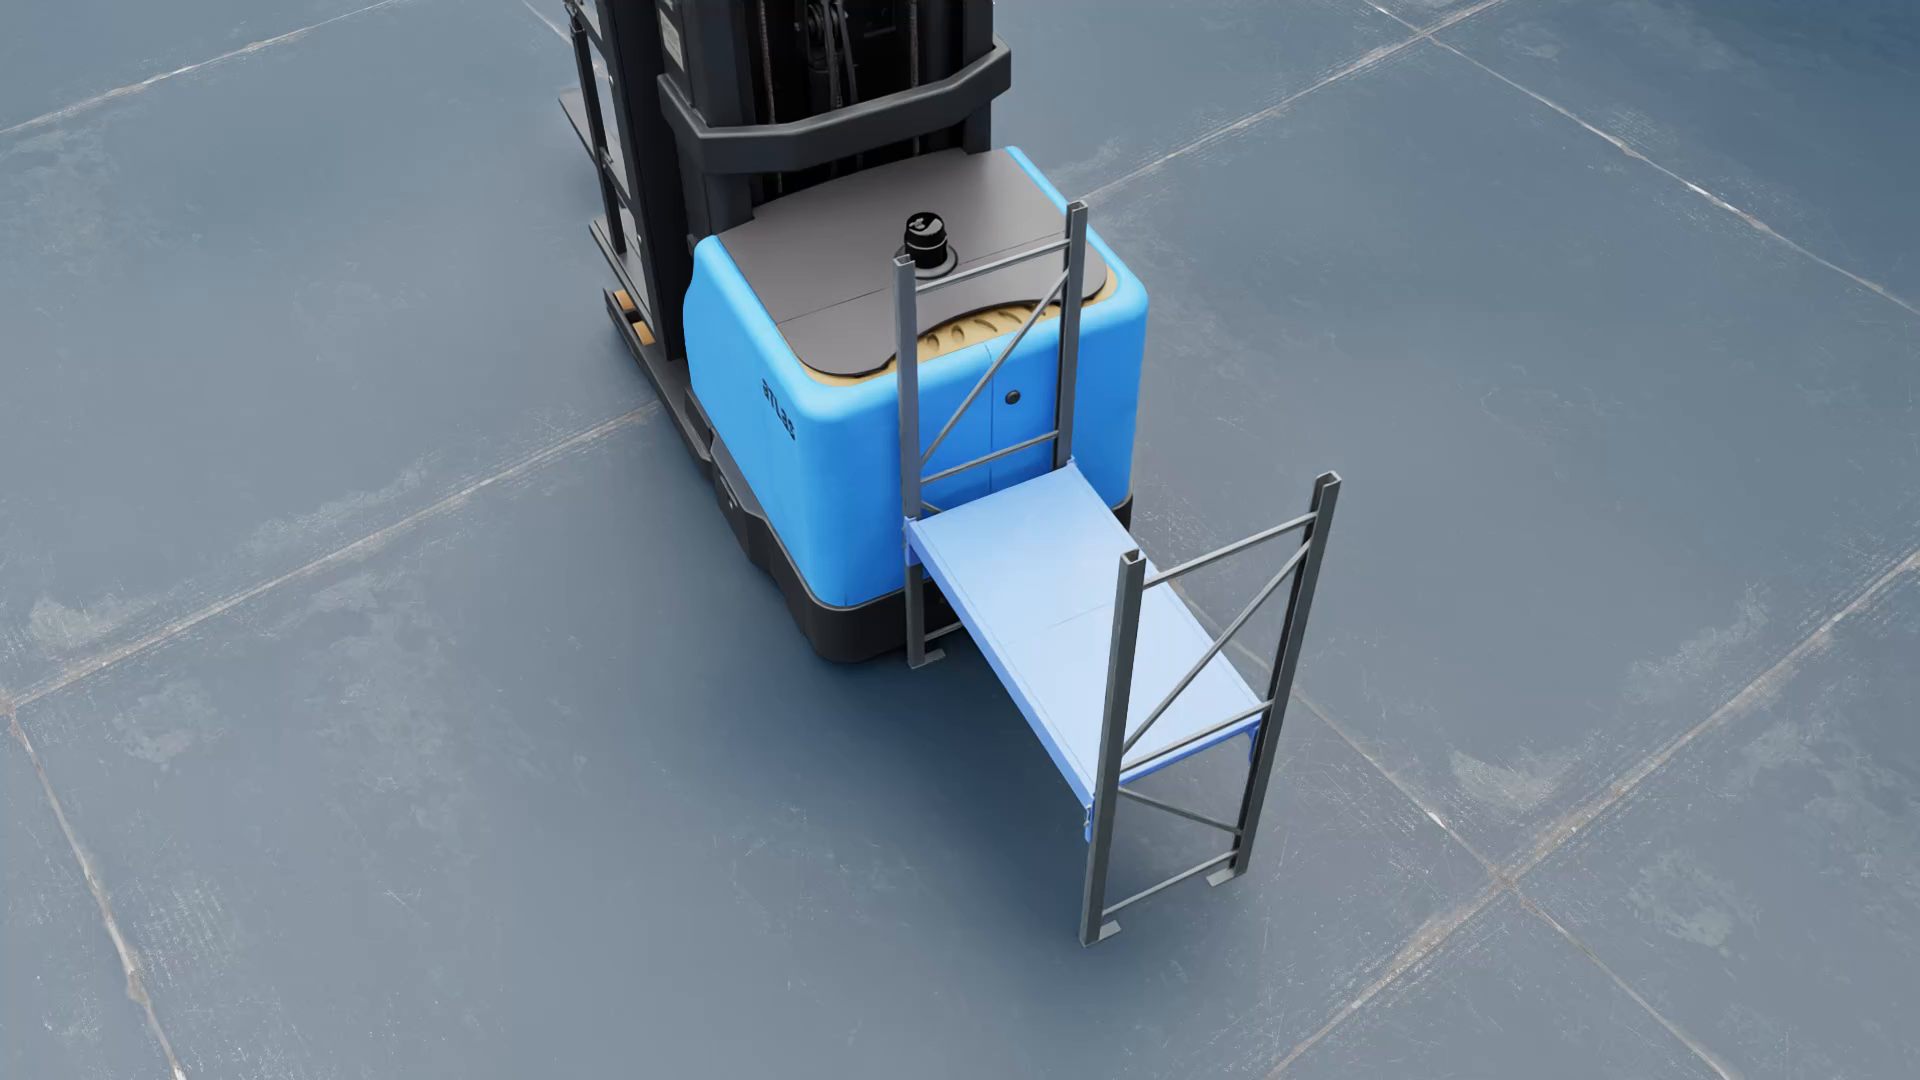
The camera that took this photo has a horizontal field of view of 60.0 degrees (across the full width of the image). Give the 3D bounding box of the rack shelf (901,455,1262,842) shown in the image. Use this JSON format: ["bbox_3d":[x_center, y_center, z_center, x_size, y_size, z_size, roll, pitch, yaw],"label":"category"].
[{"bbox_3d":[0.306,0.242,4.261,0.538,0.185,1.000,-21,51,-18],"label":"rack shelf"}]

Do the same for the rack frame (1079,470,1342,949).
[{"bbox_3d":[0.537,0.457,3.824,0.500,1.500,0.032,-21,51,-18],"label":"rack frame"}]

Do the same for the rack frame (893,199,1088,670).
[{"bbox_3d":[0.075,-0.214,4.432,0.500,1.500,0.032,-21,51,-18],"label":"rack frame"}]

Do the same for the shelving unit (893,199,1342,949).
[{"bbox_3d":[0.306,0.121,4.128,0.538,1.500,1.048,-21,51,-18],"label":"shelving unit"}]

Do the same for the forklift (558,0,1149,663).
[{"bbox_3d":[-0.598,-1.726,4.836,1.130,2.935,3.031,-21,51,-18],"label":"forklift"}]
